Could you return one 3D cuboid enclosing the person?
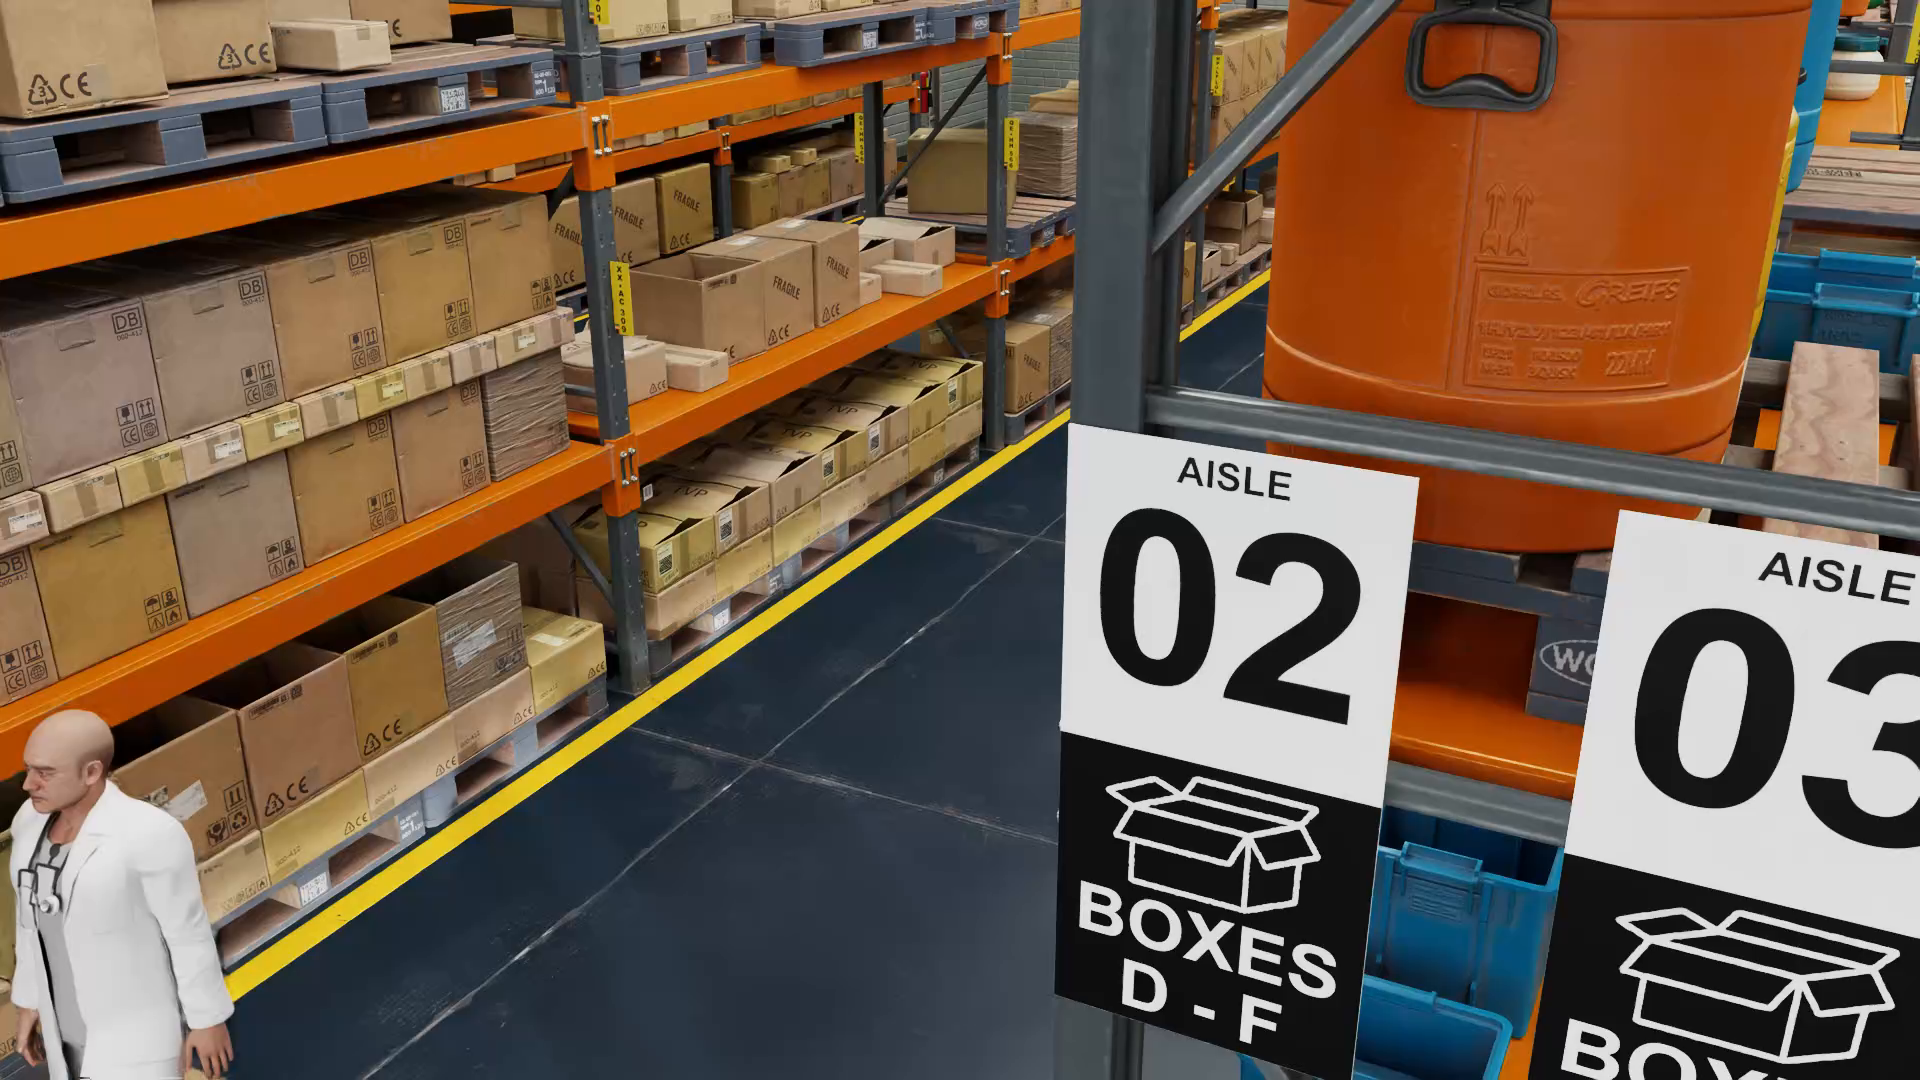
[{"bbox_3d":[-2.264,1.299,4.424,0.620,1.810,0.484,10,24,22],"label":"person"}]
